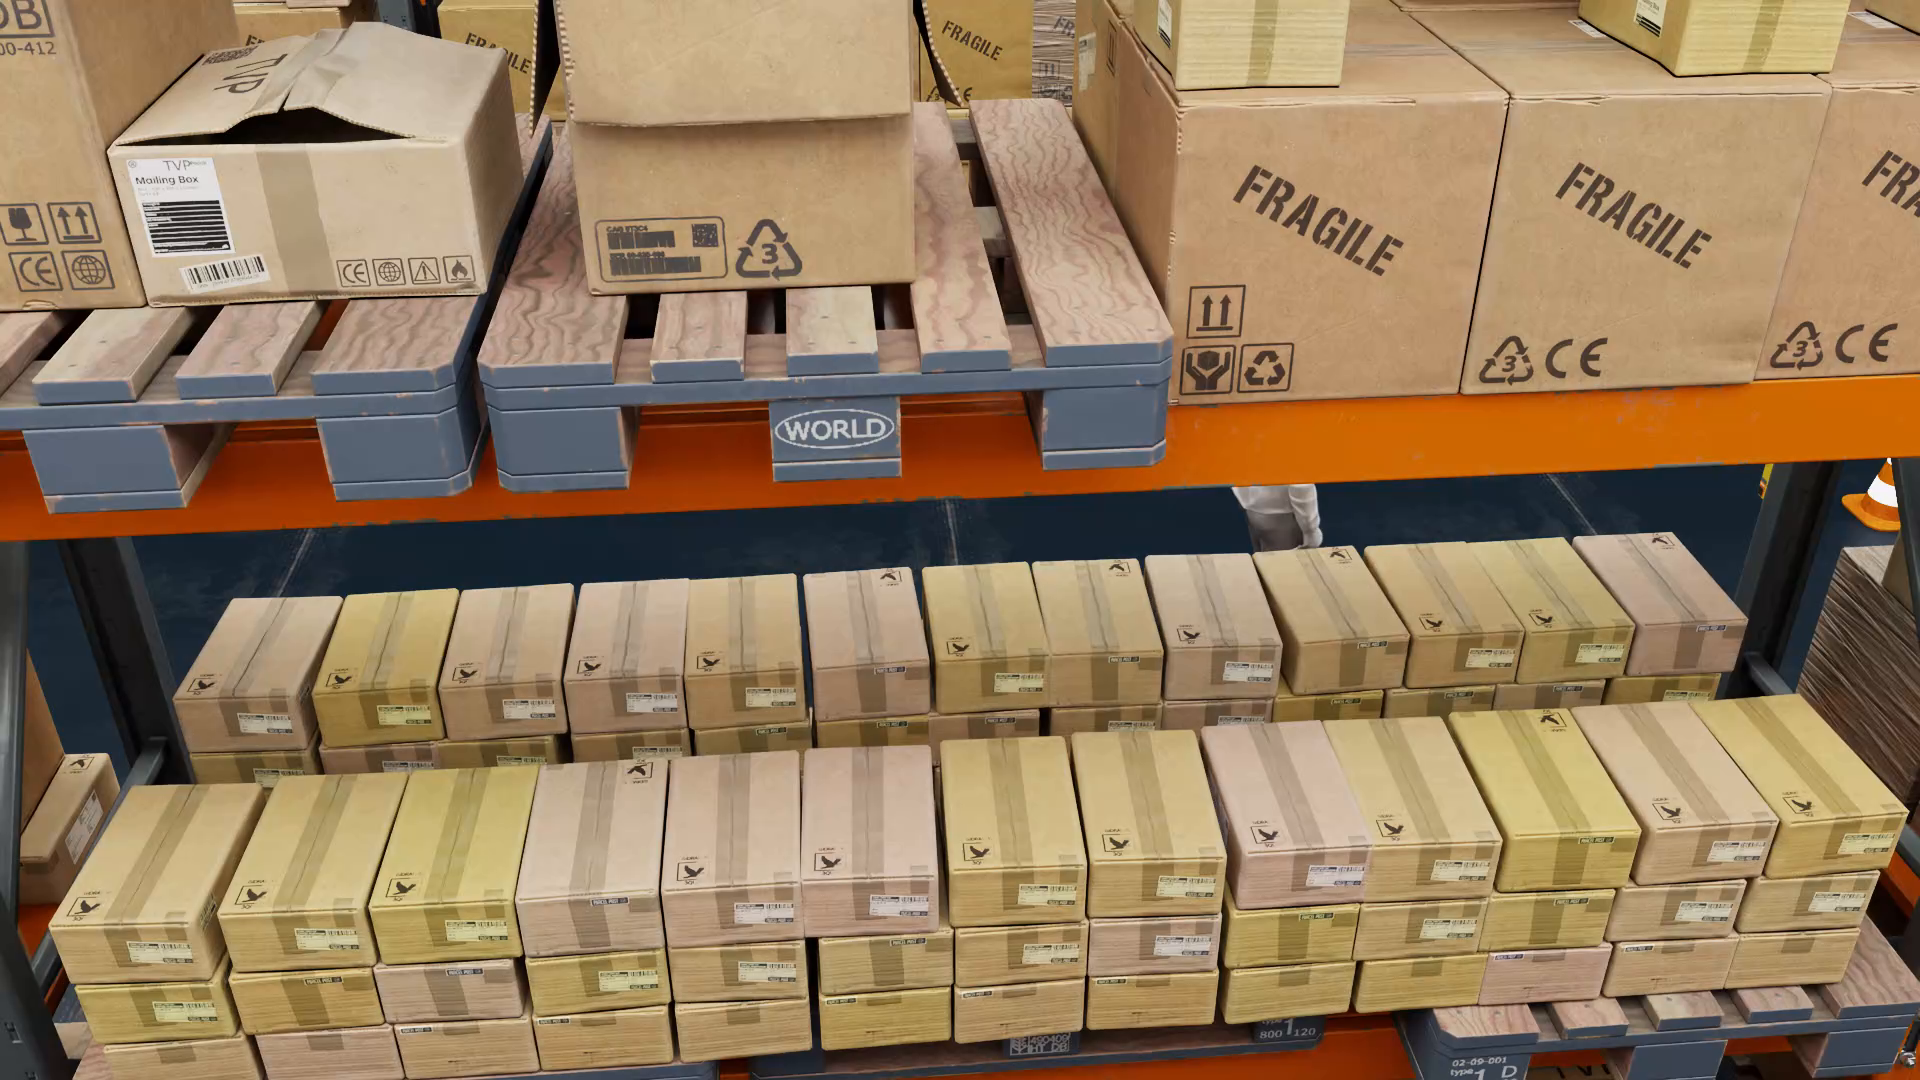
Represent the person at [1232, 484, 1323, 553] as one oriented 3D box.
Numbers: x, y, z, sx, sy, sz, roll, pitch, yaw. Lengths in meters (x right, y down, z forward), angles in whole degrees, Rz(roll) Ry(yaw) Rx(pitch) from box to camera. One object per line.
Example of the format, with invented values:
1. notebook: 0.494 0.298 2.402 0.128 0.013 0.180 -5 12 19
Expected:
1. person: 1.235 -0.151 6.375 0.369 1.667 0.546 -4 32 -7
